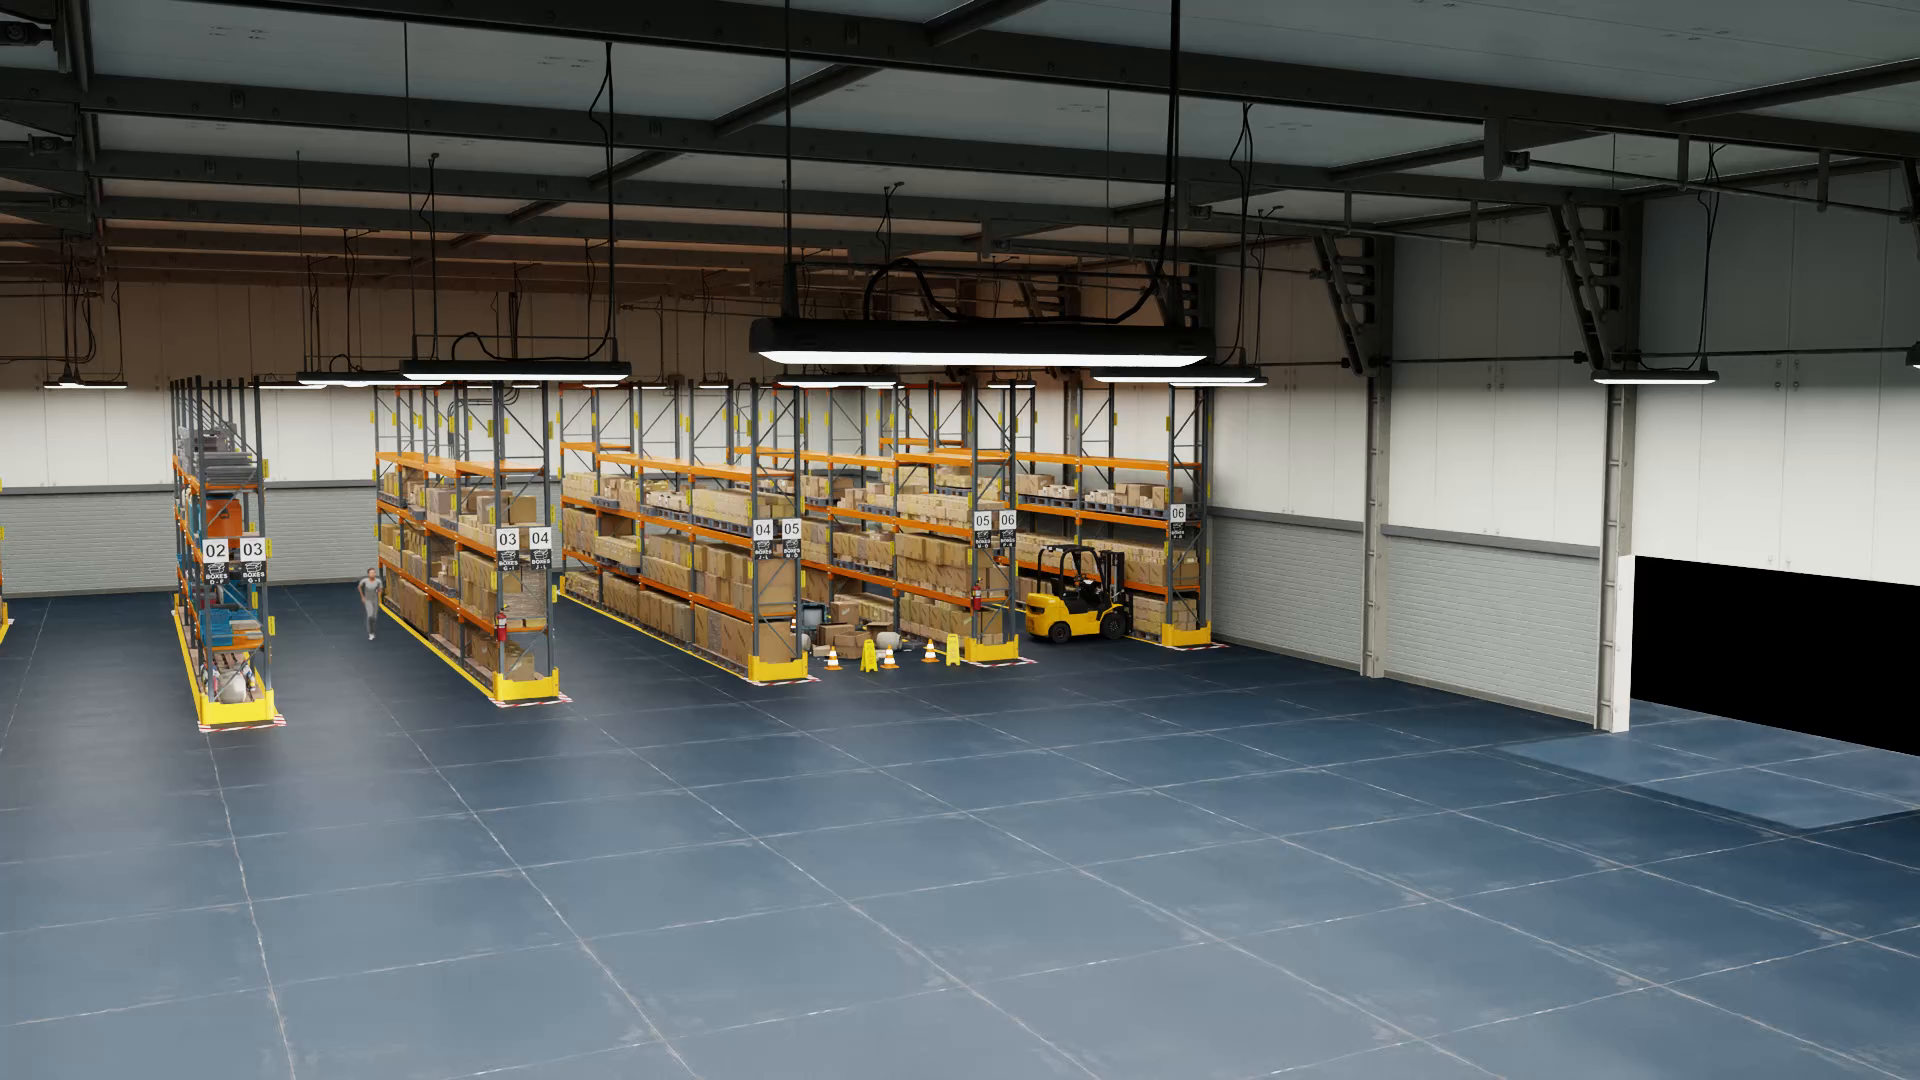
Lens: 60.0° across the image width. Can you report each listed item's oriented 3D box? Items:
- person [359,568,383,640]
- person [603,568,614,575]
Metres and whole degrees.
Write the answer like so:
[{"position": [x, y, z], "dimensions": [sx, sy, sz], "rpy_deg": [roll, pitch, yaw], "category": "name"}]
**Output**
[{"position": [-13.665, 1.482, 38.623], "dimensions": [0.498, 1.710, 0.841], "rpy_deg": [-3, 6, -34], "category": "person"}, {"position": [-10.606, 0.501, 49.292], "dimensions": [0.600, 1.692, 0.667], "rpy_deg": [-5, 7, -43], "category": "person"}]
